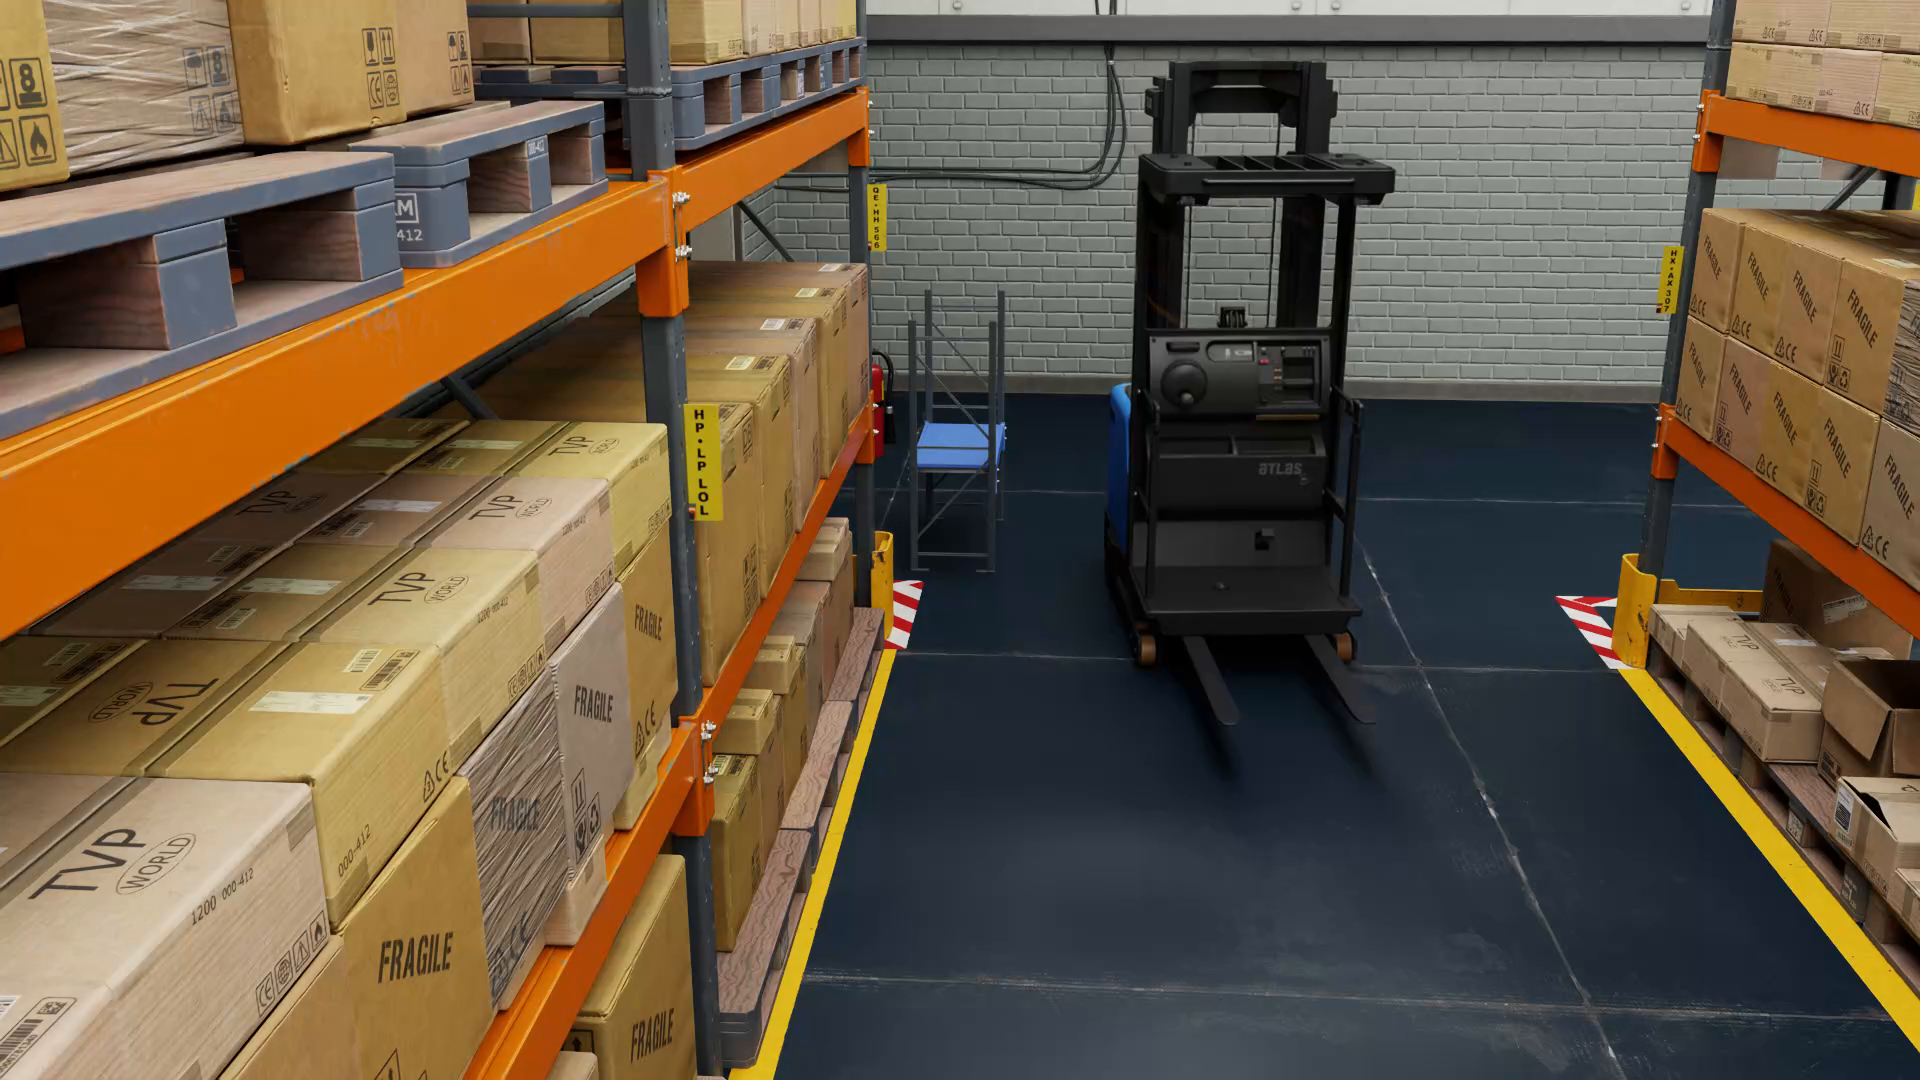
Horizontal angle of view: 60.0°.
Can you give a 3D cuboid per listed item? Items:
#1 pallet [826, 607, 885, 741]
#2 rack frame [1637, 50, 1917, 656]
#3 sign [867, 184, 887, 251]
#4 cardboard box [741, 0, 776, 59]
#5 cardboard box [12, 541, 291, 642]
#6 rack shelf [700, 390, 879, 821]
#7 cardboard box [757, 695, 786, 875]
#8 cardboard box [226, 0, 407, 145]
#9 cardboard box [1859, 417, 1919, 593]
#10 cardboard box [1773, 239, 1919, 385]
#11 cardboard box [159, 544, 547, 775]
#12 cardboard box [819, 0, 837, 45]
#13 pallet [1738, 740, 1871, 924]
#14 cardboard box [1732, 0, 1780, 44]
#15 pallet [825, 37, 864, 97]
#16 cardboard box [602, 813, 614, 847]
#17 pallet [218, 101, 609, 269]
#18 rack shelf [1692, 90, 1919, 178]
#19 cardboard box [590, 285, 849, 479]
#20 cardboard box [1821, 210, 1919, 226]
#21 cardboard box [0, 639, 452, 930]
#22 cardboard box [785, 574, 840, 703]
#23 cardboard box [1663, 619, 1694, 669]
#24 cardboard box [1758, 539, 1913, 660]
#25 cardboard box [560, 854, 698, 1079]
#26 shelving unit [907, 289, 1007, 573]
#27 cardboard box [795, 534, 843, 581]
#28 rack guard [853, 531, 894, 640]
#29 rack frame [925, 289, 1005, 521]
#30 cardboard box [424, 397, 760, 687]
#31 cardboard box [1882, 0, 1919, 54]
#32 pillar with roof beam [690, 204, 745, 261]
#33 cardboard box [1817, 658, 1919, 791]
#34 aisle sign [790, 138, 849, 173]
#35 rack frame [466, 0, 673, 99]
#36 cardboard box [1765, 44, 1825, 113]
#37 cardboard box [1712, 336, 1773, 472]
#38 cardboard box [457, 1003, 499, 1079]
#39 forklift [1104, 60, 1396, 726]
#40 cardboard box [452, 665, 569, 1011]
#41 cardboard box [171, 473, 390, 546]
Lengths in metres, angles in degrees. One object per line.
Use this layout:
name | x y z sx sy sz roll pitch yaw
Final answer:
pallet | -0.933 0.628 8.167 1.003 0.211 1.213 1 18 4
rack frame | 3.988 -0.838 8.162 1.000 3.000 0.127 1 18 4
sign | -0.413 -1.593 8.229 0.100 0.325 0.005 1 18 4
cardboard box | -0.877 -1.673 5.299 0.500 0.250 0.500 1 18 3
cardboard box | -1.595 0.196 3.133 0.500 0.250 0.500 1 18 2
rack shelf | -1.097 0.016 6.713 1.077 0.370 4.000 1 18 4
cardboard box | -1.045 0.898 6.206 0.700 0.500 0.500 1 18 3
cardboard box | -1.388 -0.942 2.795 0.700 0.500 0.500 1 18 3
cardboard box | 3.551 -0.124 5.822 0.500 0.500 0.500 2 18 5
cardboard box | 3.622 -0.911 6.618 0.500 0.500 0.500 2 18 5
cardboard box | -1.102 0.208 3.095 0.500 0.250 0.500 2 18 5
cardboard box | -0.777 -2.153 6.766 0.500 0.250 0.500 1 18 2
pallet | 3.836 1.137 6.615 1.003 0.211 1.213 1 18 4
cardboard box | 3.691 -2.276 7.171 0.500 0.250 0.500 1 18 4
pallet | -0.996 -2.100 7.339 1.003 0.211 1.213 1 18 4
cardboard box | -1.040 0.675 3.918 0.380 0.149 0.250 2 18 6
pallet | -1.257 -0.753 3.395 0.805 0.209 1.217 1 18 2
rack shelf | 3.844 -1.300 5.912 1.077 0.370 4.000 1 18 4
cardboard box | -1.021 -0.705 7.275 0.980 0.700 0.700 1 18 3
cardboard box | 4.230 -1.216 7.550 0.500 0.500 0.500 1 18 3
cardboard box | -1.137 0.367 2.612 0.500 0.250 0.500 1 18 3
cardboard box | -0.940 0.416 7.675 0.700 0.500 0.500 1 18 4
cardboard box | 3.597 0.500 7.924 0.380 0.166 0.250 1 18 4
cardboard box | 4.194 0.315 7.951 0.500 0.500 0.500 1 18 4
cardboard box | -1.157 1.322 4.349 0.750 0.750 0.750 1 18 5
shelving unit | -0.006 -0.686 10.109 0.538 1.500 1.048 1 18 4
cardboard box | -0.749 0.076 7.672 0.380 0.149 0.250 2 18 5
rack guard | -0.952 0.233 8.908 1.175 0.500 0.348 1 18 4
rack frame | 0.030 -0.844 10.590 0.500 1.500 0.032 1 18 4
cardboard box | -1.185 -0.015 5.171 0.980 0.700 0.700 2 18 5
cardboard box | 3.579 -1.810 5.750 0.500 0.250 0.500 1 18 4
pillar with roof beam | 2.671 -4.560 9.887 9.100 9.000 0.400 1 18 4
cardboard box | 3.830 0.798 6.472 0.797 0.503 0.637 1 18 4
aisle sign | -0.649 -2.198 8.139 0.394 0.787 0.004 1 18 4
rack frame | -1.240 -2.556 3.771 1.000 3.000 0.127 1 18 4
cardboard box | 3.648 -1.883 6.776 0.500 0.250 0.500 1 18 4
cardboard box | 3.661 -0.593 7.255 0.500 0.500 0.500 1 18 3
cardboard box | -1.117 0.910 3.200 0.380 0.149 0.250 1 18 2
forklift | 1.439 -0.849 8.308 1.130 2.935 3.031 -1 18 -2
cardboard box | -1.093 0.560 3.225 0.500 0.500 0.500 1 18 4
cardboard box | -1.564 0.040 3.609 0.500 0.250 0.500 1 18 5
